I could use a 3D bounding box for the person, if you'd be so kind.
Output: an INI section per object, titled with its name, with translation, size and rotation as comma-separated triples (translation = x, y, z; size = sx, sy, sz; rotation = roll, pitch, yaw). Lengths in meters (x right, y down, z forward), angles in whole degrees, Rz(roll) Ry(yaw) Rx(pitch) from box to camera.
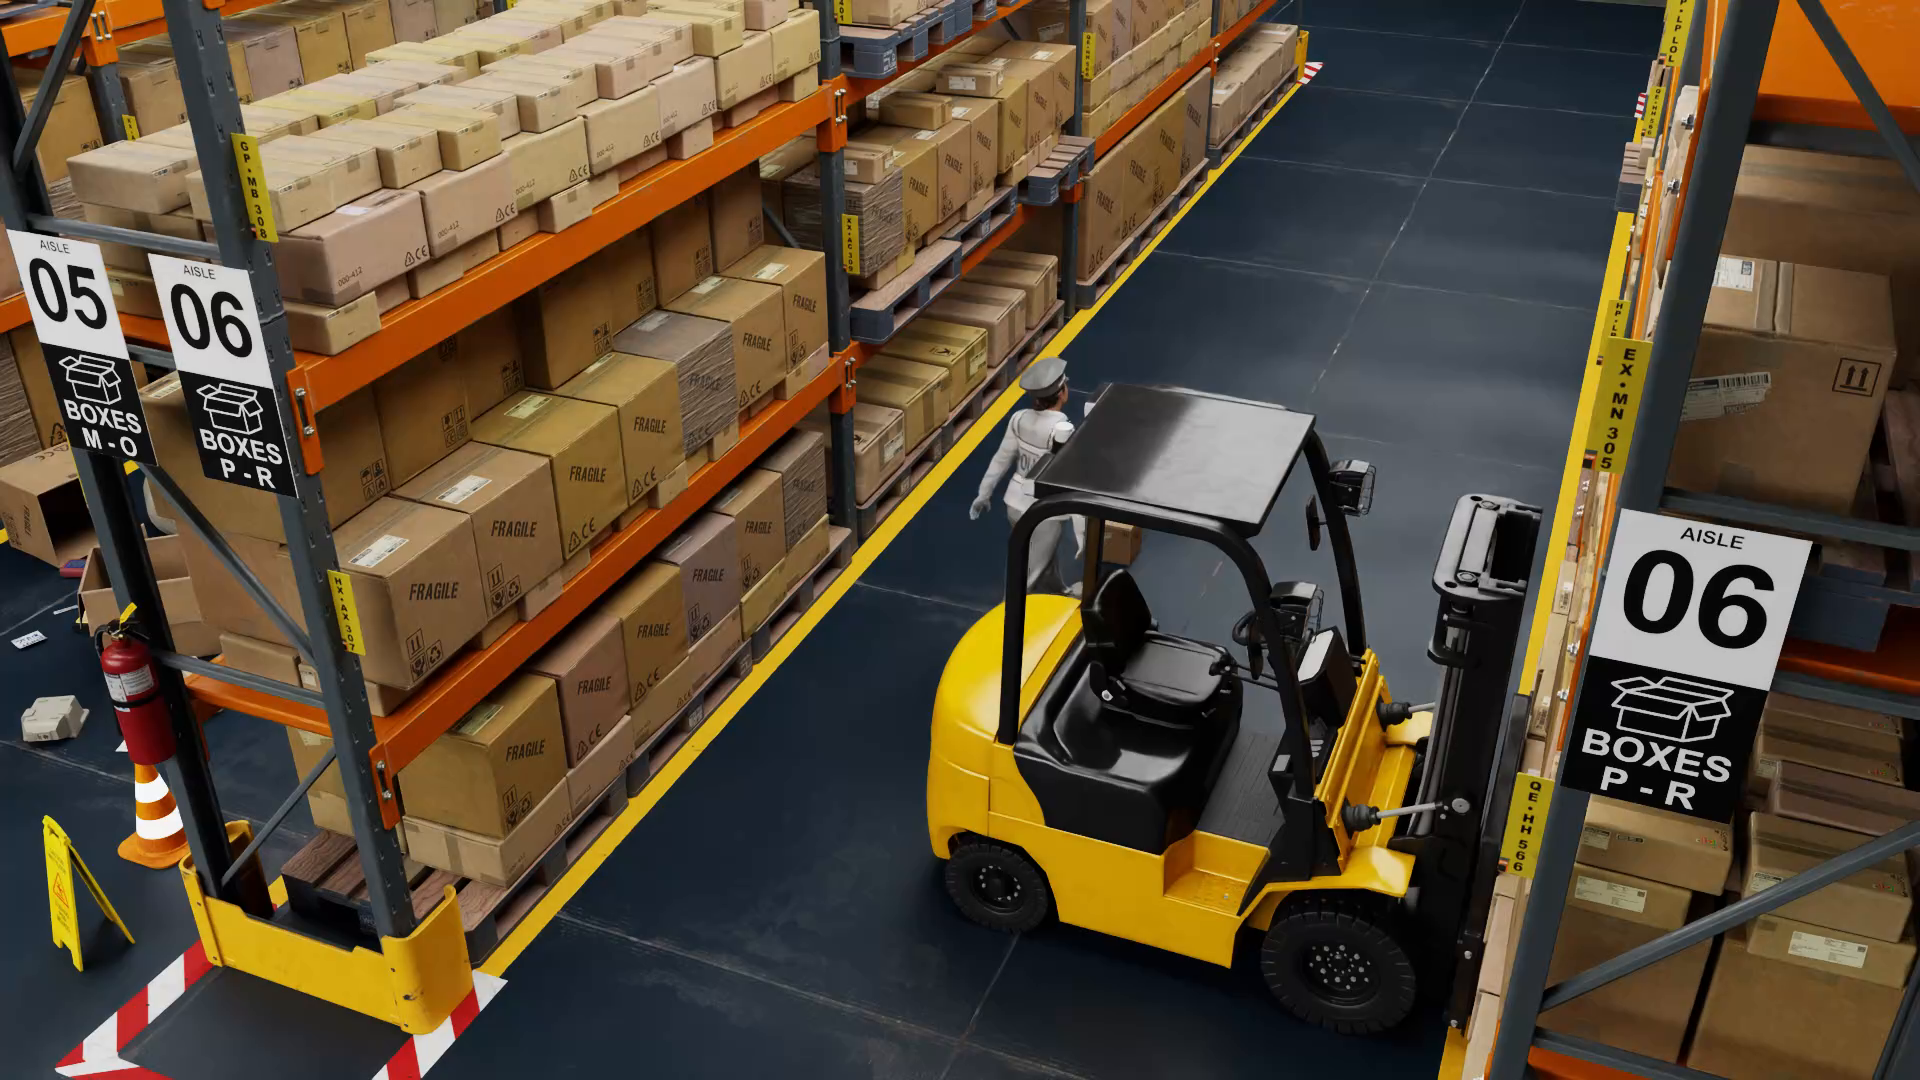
[person]
translation = 0.410, -0.177, 8.704
size = 1.019, 1.611, 0.670
rotation = -24, 37, -35
